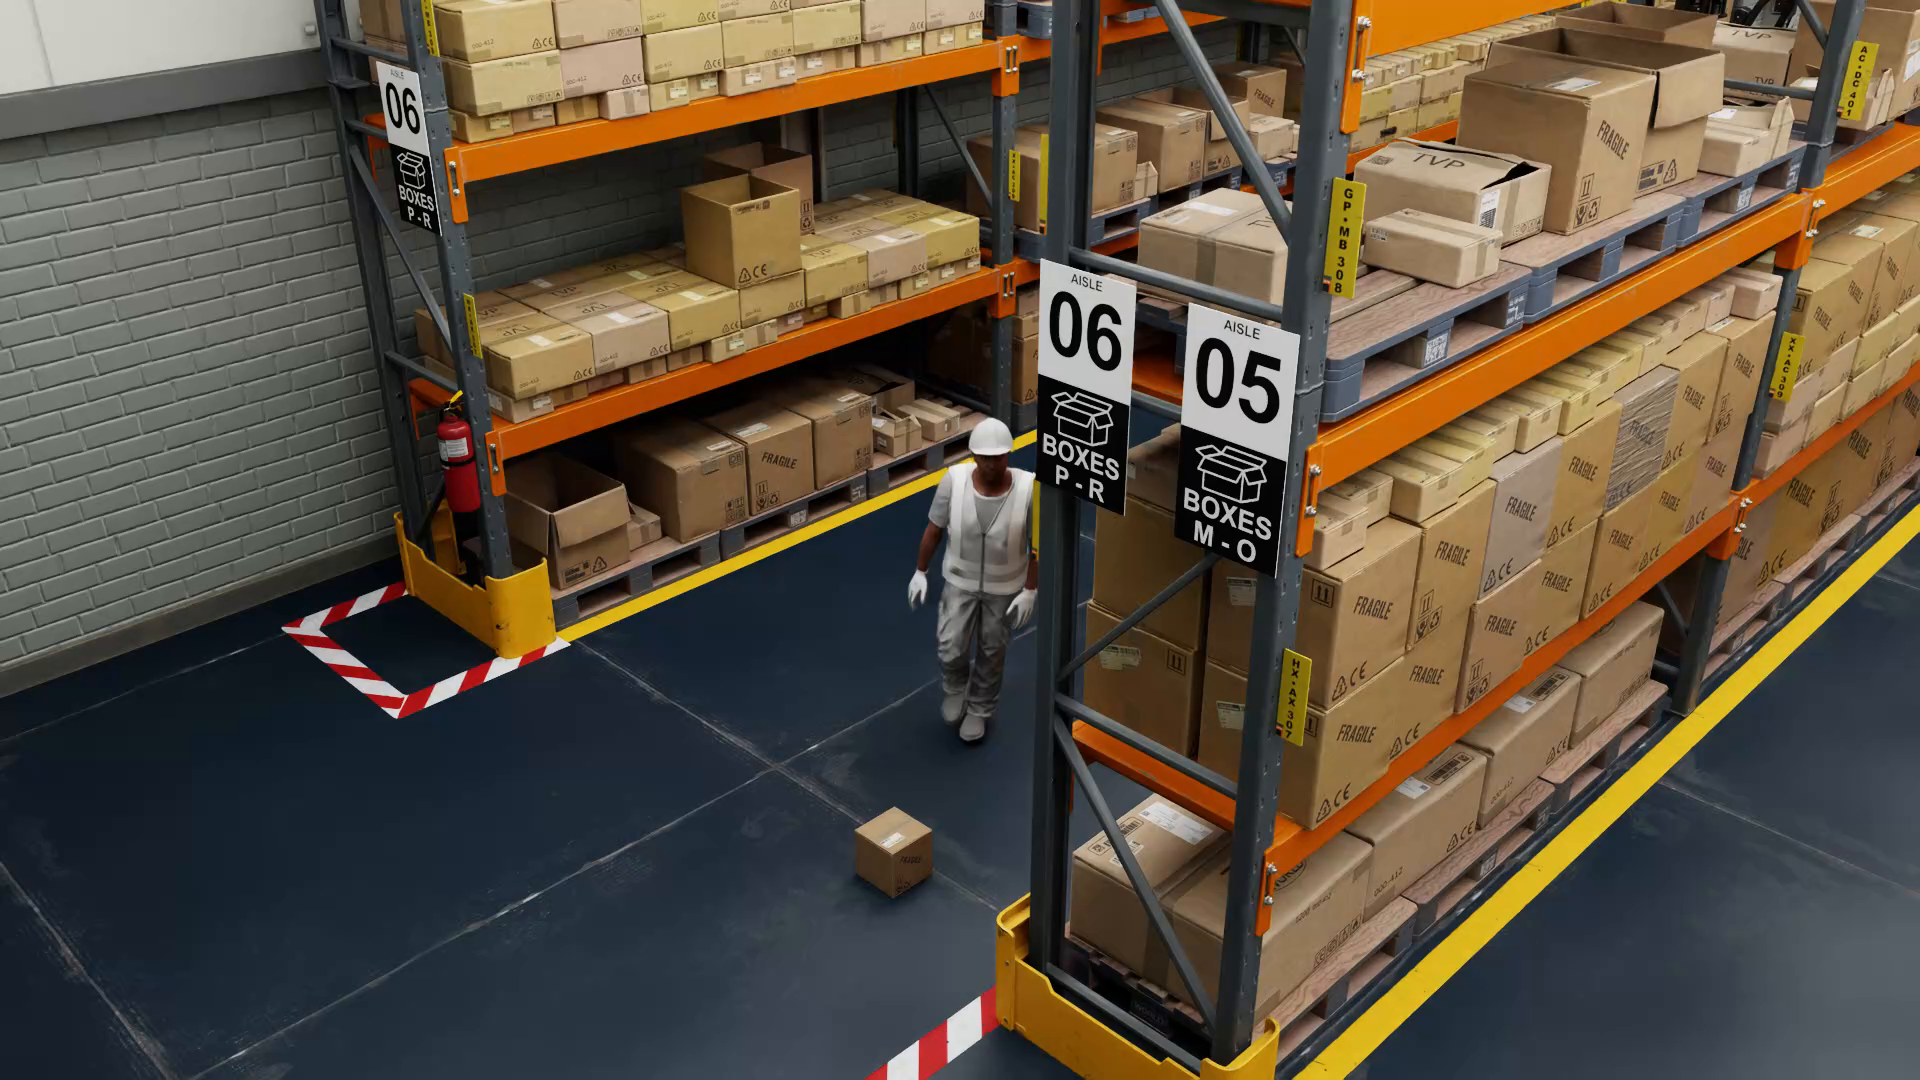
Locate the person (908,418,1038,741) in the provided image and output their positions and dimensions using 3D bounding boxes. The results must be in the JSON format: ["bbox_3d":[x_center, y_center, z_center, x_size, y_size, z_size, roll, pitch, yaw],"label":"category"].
[{"bbox_3d":[0.086,0.207,8.165,0.685,1.776,0.469,3,28,5],"label":"person"}]
